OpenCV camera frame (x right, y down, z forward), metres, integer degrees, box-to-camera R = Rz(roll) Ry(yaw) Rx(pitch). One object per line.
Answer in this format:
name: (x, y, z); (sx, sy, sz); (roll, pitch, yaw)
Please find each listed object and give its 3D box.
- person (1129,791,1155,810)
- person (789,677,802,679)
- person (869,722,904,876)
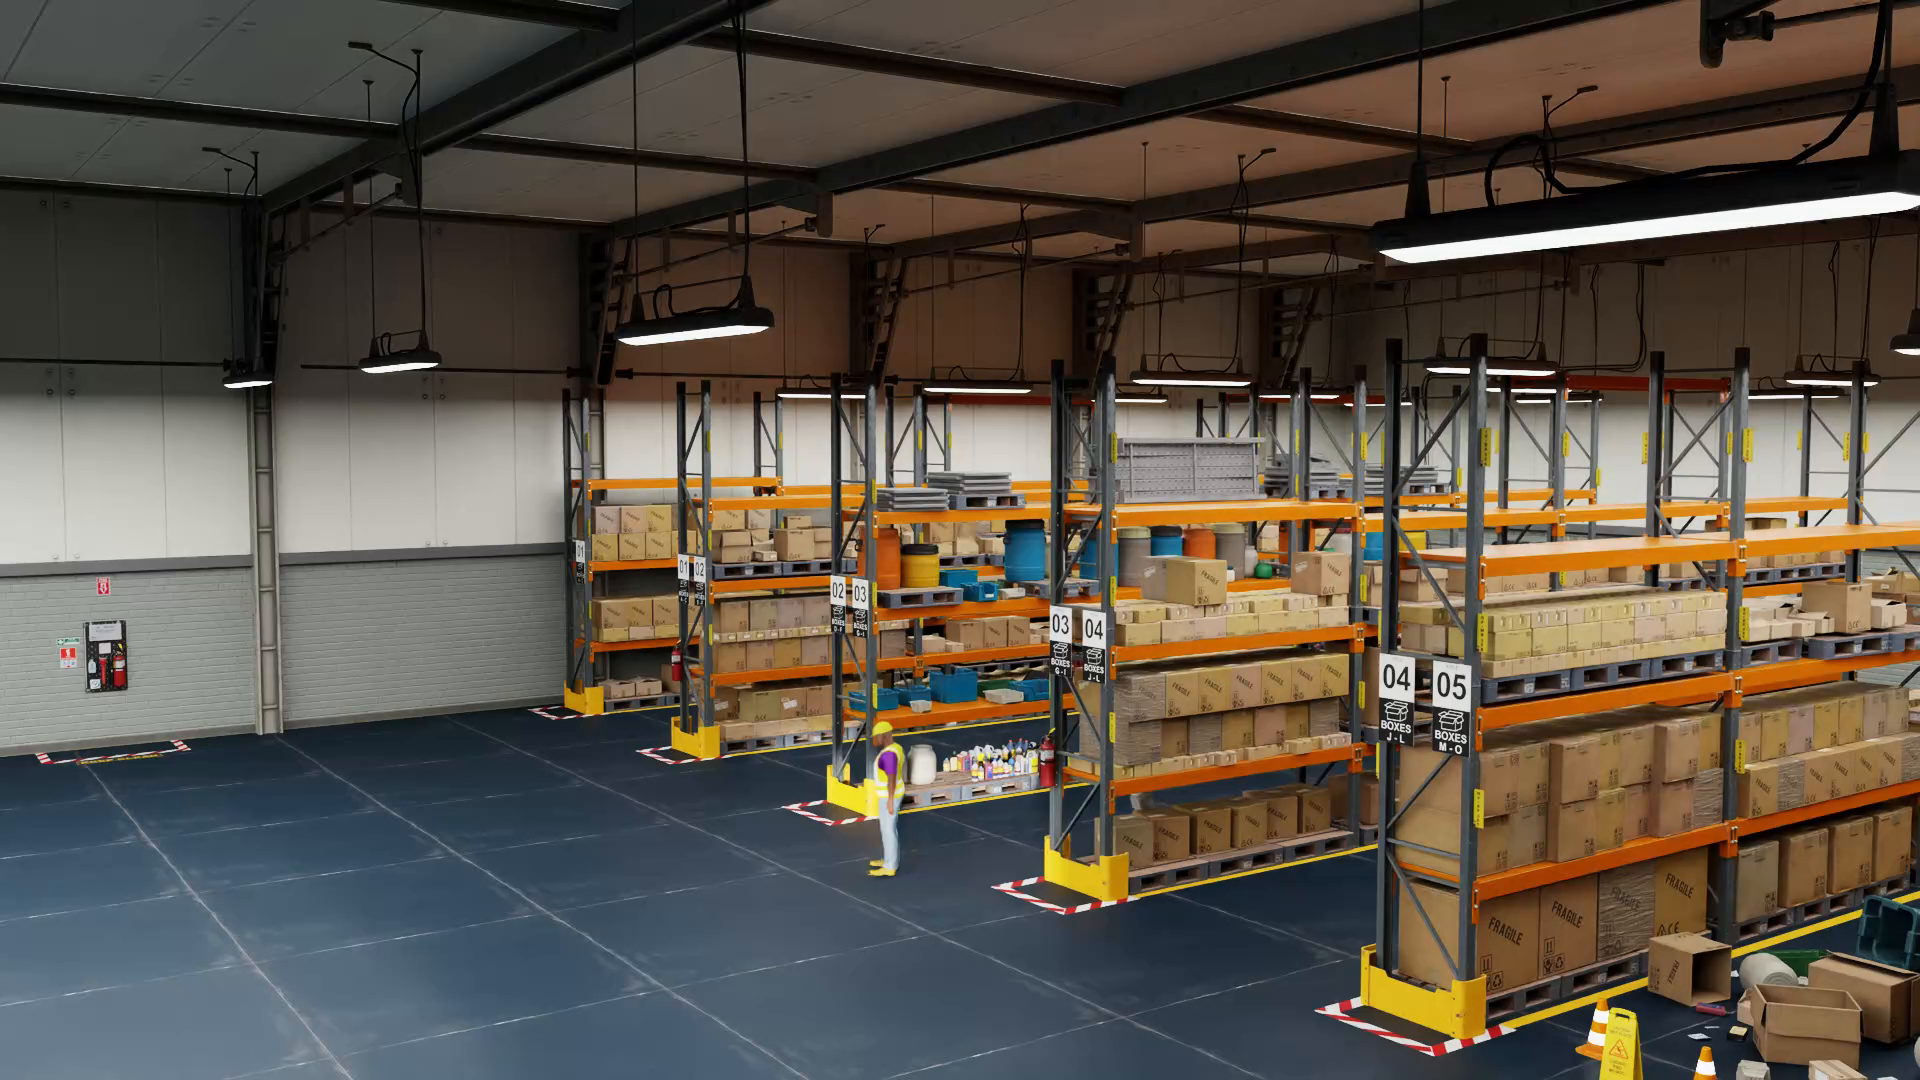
person: (2.337, 2.914, 21.212); (0.762, 1.813, 0.421); (-3, 5, -40)
person: (-3.025, 2.379, 29.643); (0.590, 1.812, 0.378); (-1, 4, -20)
person: (-0.878, 3.016, 19.598); (0.430, 1.763, 0.629); (0, 4, 7)
